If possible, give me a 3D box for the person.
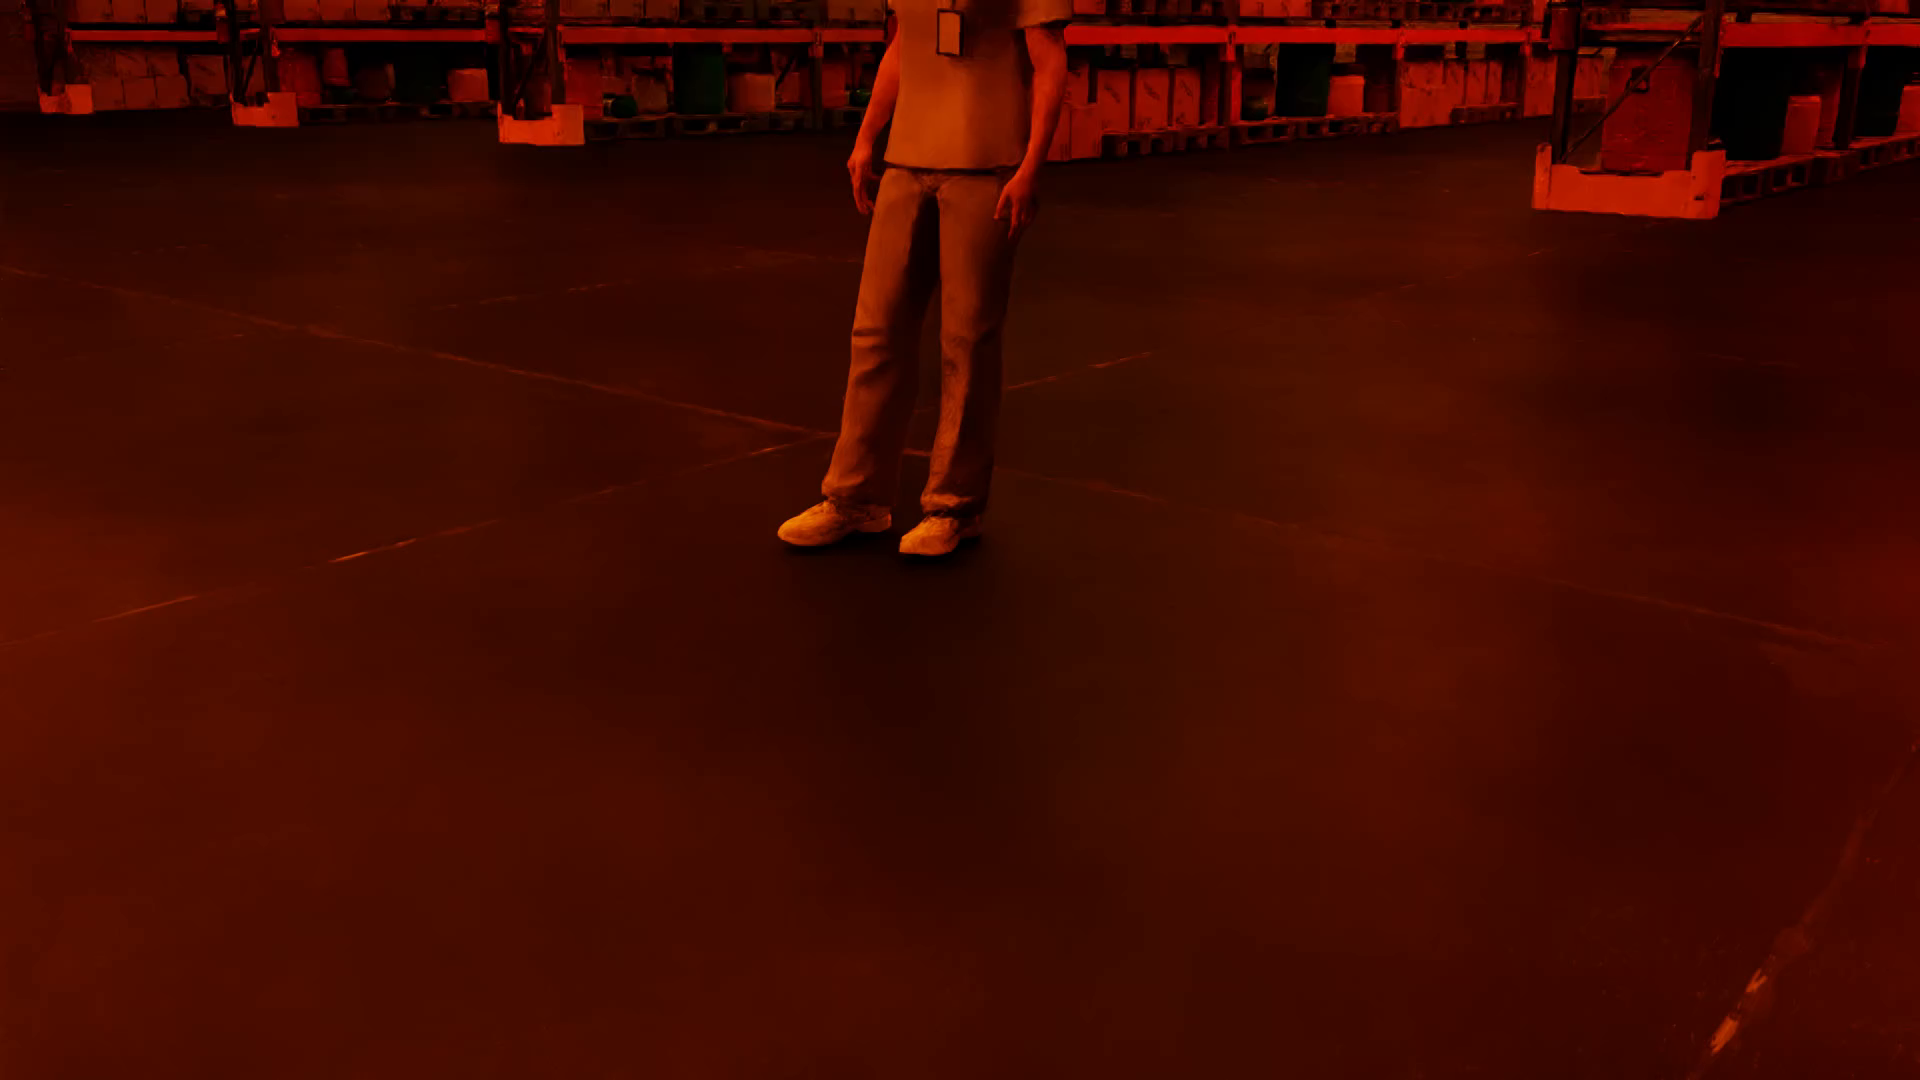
[{"bbox_3d":[-0.064,-0.744,3.657,0.550,1.573,0.526,13,21,37],"label":"person"}]
